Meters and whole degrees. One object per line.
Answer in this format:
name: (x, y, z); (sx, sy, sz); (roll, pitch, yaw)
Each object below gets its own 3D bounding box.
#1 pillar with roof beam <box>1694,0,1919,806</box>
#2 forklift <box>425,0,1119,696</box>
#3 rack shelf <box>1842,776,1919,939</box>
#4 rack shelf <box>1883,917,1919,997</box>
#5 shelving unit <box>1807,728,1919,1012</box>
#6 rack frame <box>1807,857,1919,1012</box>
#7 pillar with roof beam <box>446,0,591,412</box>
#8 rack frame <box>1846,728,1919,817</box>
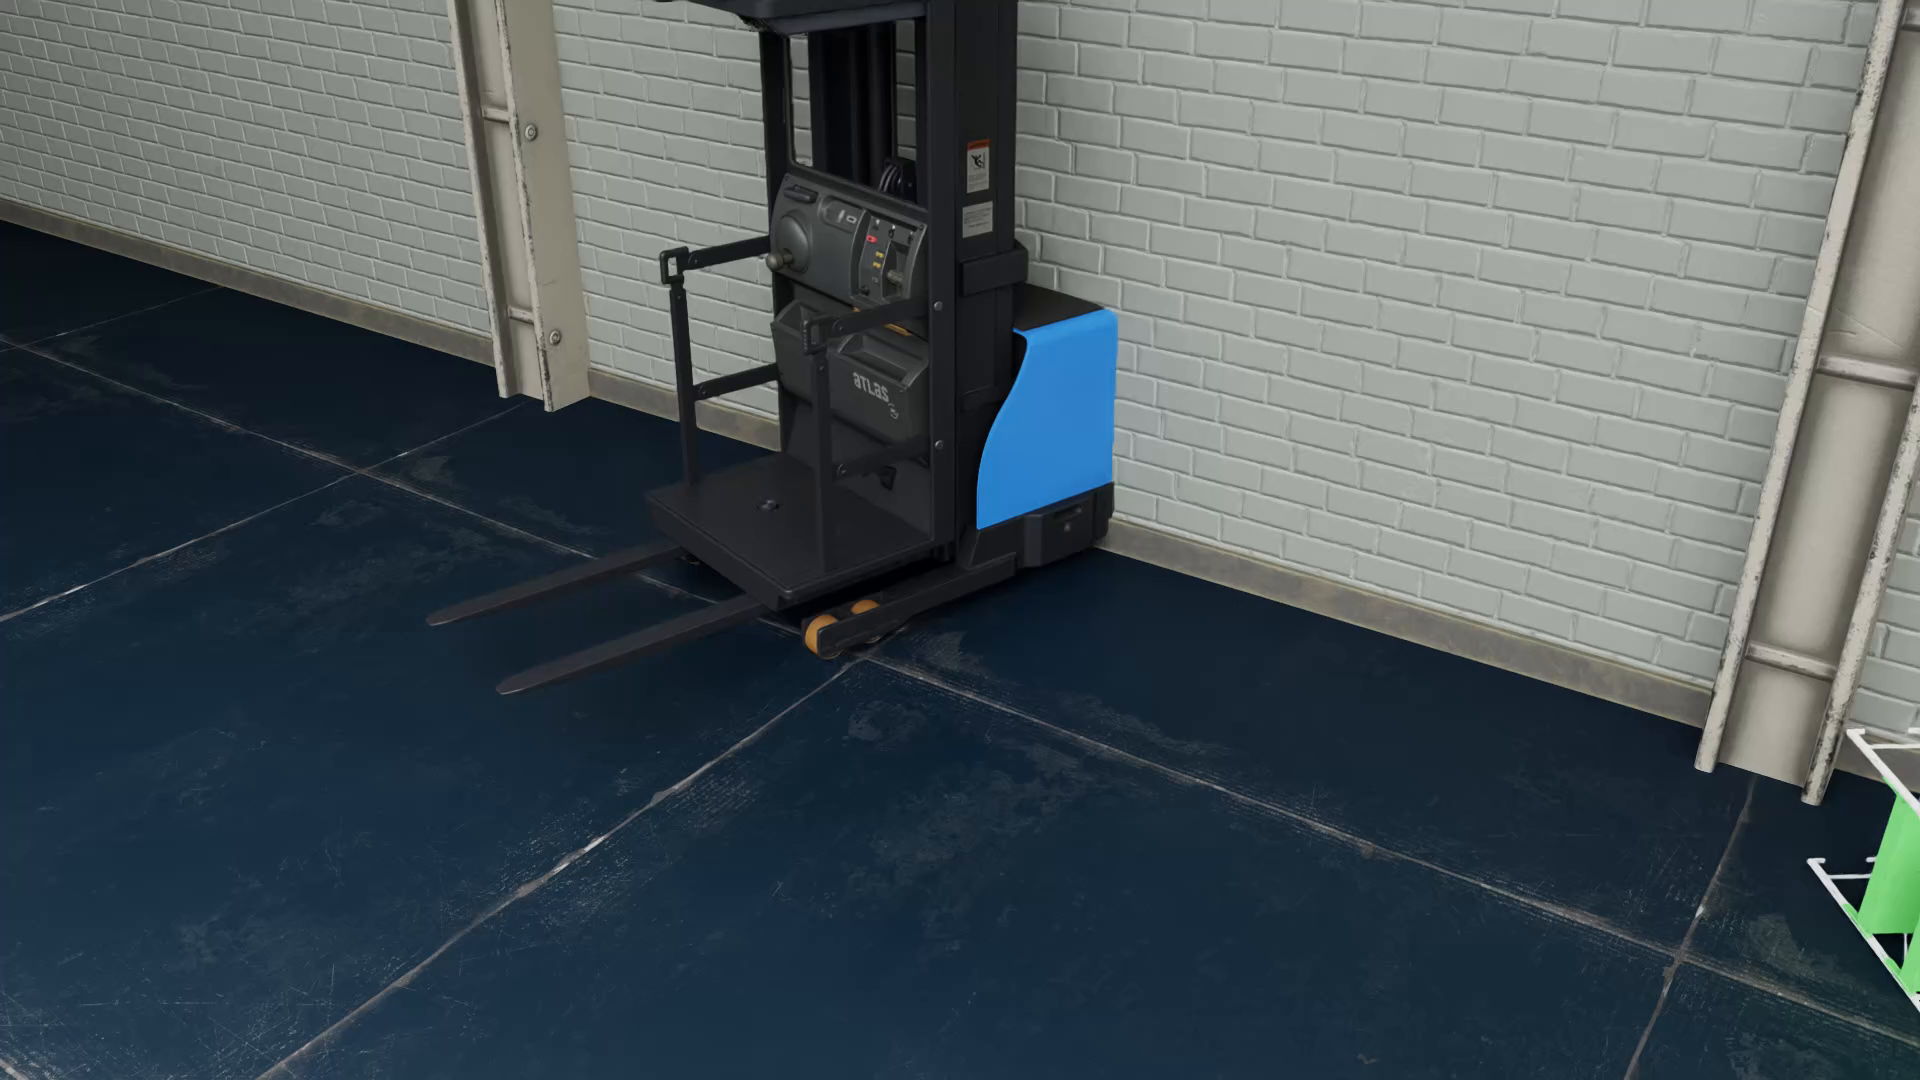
pillar with roof beam: (0.334, -1.625, 0.522); (0.400, 9.000, 9.100); (17, 32, 30)
forklift: (-0.597, -1.122, 6.223); (3.031, 2.935, 1.130); (-20, 33, -34)
rack shelf: (2.788, 0.926, 4.844); (0.258, 0.480, 0.148); (-1, 28, -1)
rack shelf: (2.795, 1.038, 4.632); (0.258, 0.480, 0.148); (-1, 28, -1)
shelving unit: (2.796, 1.068, 4.576); (0.258, 0.503, 1.200); (-1, 28, -1)
rack frame: (2.796, 1.283, 4.690); (0.240, 0.015, 1.200); (-1, 28, -1)
pillar with roof beam: (-4.612, -3.166, 3.549); (0.400, 9.000, 9.100); (17, 32, 30)
rack frame: (2.796, 0.852, 4.462); (0.240, 0.015, 1.200); (-1, 28, -1)
